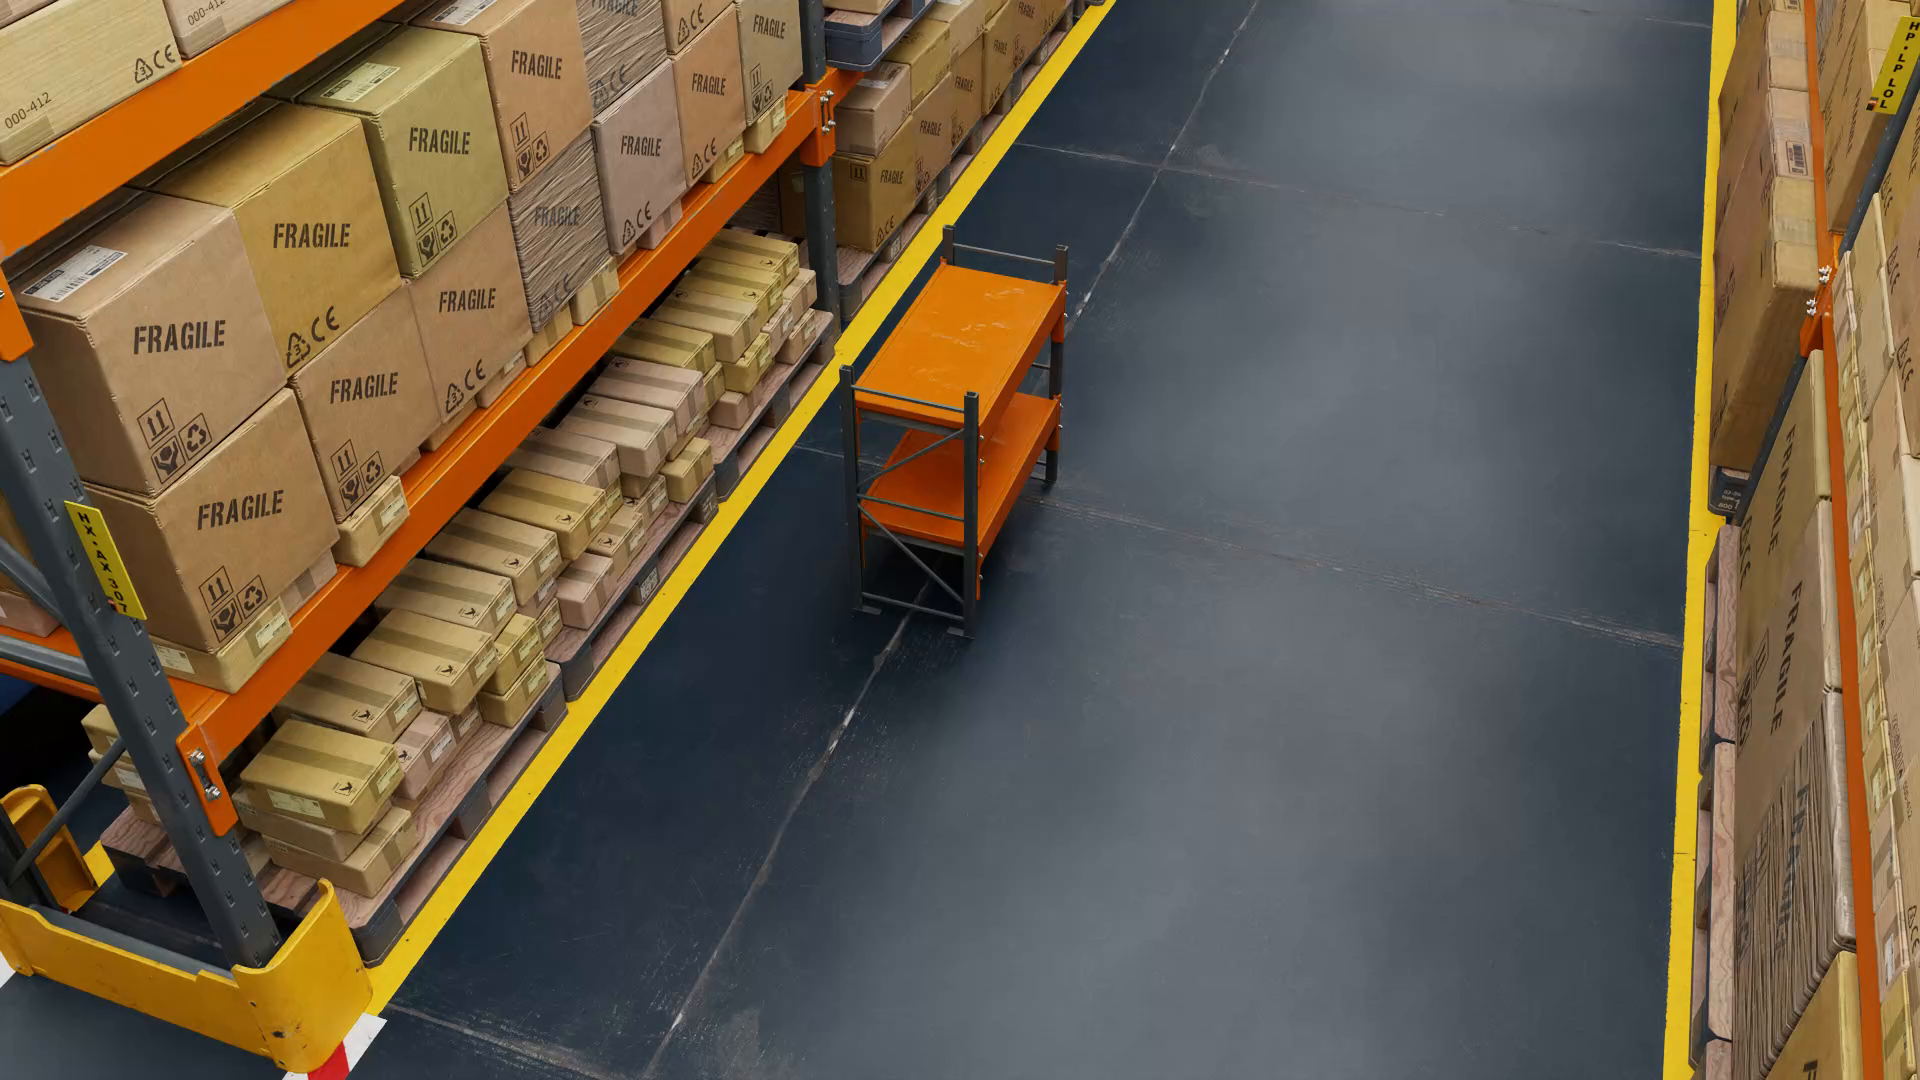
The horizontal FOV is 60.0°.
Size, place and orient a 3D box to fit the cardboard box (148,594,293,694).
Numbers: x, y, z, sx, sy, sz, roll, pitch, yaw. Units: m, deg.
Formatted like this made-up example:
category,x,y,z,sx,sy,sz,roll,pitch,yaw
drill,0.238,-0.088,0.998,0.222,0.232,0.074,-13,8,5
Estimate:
category,x,y,z,sx,sy,sz,roll,pitch,yaw
cardboard box,-2.001,0.228,4.365,0.380,0.149,0.250,13,42,15

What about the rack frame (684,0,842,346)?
category,x,y,z,sx,sy,sz,roll,pitch,yaw
rack frame,-1.052,-2.182,6.996,1.000,3.000,0.127,13,42,15

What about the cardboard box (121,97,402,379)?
category,x,y,z,sx,sy,sz,roll,pitch,yaw
cardboard box,-1.850,-0.798,4.298,0.500,0.500,0.500,14,43,16

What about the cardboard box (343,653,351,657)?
category,x,y,z,sx,sy,sz,roll,pitch,yaw
cardboard box,-2.272,0.494,5.733,0.380,0.149,0.250,13,42,15

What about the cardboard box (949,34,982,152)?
category,x,y,z,sx,sy,sz,roll,pitch,yaw
cardboard box,-0.204,-2.428,8.887,0.500,0.500,0.500,14,42,16

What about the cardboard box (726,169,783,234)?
category,x,y,z,sx,sy,sz,roll,pitch,yaw
cardboard box,-1.035,-1.898,8.266,0.500,0.500,0.500,13,42,14

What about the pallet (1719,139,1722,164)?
category,x,y,z,sx,sy,sz,roll,pitch,yaw
pallet,4.602,-1.934,8.855,1.003,0.211,1.213,13,42,15

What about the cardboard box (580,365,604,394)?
category,x,y,z,sx,sy,sz,roll,pitch,yaw
cardboard box,-1.623,-0.725,6.933,0.380,0.149,0.250,11,42,13

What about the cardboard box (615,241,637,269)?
category,x,y,z,sx,sy,sz,roll,pitch,yaw
cardboard box,-1.376,-1.062,5.877,0.380,0.149,0.250,13,42,14

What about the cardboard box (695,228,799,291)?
category,x,y,z,sx,sy,sz,roll,pitch,yaw
cardboard box,-0.929,-1.209,7.270,0.380,0.149,0.250,14,43,16

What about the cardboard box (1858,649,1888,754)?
category,x,y,z,sx,sy,sz,roll,pitch,yaw
cardboard box,2.455,0.444,4.112,0.380,0.149,0.250,13,42,15

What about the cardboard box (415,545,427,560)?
category,x,y,z,sx,sy,sz,roll,pitch,yaw
cardboard box,-2.166,0.048,6.026,0.380,0.149,0.250,14,42,16

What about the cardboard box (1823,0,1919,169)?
category,x,y,z,sx,sy,sz,roll,pitch,yaw
cardboard box,3.654,-1.704,6.359,0.500,0.500,0.500,15,43,16

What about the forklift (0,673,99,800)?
category,x,y,z,sx,sy,sz,roll,pitch,yaw
forklift,-3.428,-0.796,5.424,1.130,2.935,3.031,16,43,18

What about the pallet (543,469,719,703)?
category,x,y,z,sx,sy,sz,roll,pitch,yaw
pallet,-1.664,0.043,6.537,1.003,0.211,1.213,13,42,15

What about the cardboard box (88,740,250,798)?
category,x,y,z,sx,sy,sz,roll,pitch,yaw
cardboard box,-2.507,0.684,5.281,0.380,0.149,0.250,12,42,14

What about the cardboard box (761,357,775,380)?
category,x,y,z,sx,sy,sz,roll,pitch,yaw
cardboard box,-1.033,-0.803,7.253,0.380,0.149,0.250,14,43,16

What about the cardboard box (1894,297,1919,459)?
category,x,y,z,sx,sy,sz,roll,pitch,yaw
cardboard box,2.821,-0.509,4.344,0.500,0.500,0.500,12,42,14

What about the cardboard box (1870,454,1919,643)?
category,x,y,z,sx,sy,sz,roll,pitch,yaw
cardboard box,2.645,0.071,4.242,0.500,0.250,0.500,13,42,15

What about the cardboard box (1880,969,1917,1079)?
category,x,y,z,sx,sy,sz,roll,pitch,yaw
cardboard box,2.106,1.067,3.382,0.380,0.149,0.250,14,42,16

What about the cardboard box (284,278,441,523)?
category,x,y,z,sx,sy,sz,roll,pitch,yaw
cardboard box,-1.847,-0.438,4.646,0.500,0.500,0.500,13,42,15

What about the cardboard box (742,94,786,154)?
category,x,y,z,sx,sy,sz,roll,pitch,yaw
cardboard box,-0.915,-1.679,6.600,0.380,0.149,0.250,12,42,14

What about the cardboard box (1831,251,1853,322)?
category,x,y,z,sx,sy,sz,roll,pitch,yaw
cardboard box,3.161,-0.817,5.591,0.380,0.149,0.250,13,42,15

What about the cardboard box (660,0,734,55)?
category,x,y,z,sx,sy,sz,roll,pitch,yaw
cardboard box,-1.130,-2.050,5.766,0.500,0.500,0.500,12,42,14

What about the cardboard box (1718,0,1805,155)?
category,x,y,z,sx,sy,sz,roll,pitch,yaw
cardboard box,4.687,-2.394,8.559,1.225,0.875,0.875,11,42,13

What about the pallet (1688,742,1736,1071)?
category,x,y,z,sx,sy,sz,roll,pitch,yaw
pallet,2.826,1.234,5.141,1.003,0.211,1.213,13,42,15

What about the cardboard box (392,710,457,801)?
category,x,y,z,sx,sy,sz,roll,pitch,yaw
cardboard box,-1.853,0.652,5.318,0.380,0.149,0.250,13,42,15

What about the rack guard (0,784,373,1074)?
category,x,y,z,sx,sy,sz,roll,pitch,yaw
rack guard,-2.394,1.162,5.003,1.175,0.500,0.348,13,42,15

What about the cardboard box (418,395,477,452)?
category,x,y,z,sx,sy,sz,roll,pitch,yaw
cardboard box,-1.735,-0.437,5.144,0.380,0.149,0.250,13,42,15

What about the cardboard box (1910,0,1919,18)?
category,x,y,z,sx,sy,sz,roll,pitch,yaw
cardboard box,4.031,-2.247,6.222,0.797,0.503,0.637,14,42,16

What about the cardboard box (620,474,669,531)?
category,x,y,z,sx,sy,sz,roll,pitch,yaw
cardboard box,-1.372,-0.167,6.508,0.380,0.149,0.250,14,42,16

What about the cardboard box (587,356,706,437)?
category,x,y,z,sx,sy,sz,roll,pitch,yaw
cardboard box,-1.225,-0.564,6.515,0.380,0.149,0.250,11,42,13

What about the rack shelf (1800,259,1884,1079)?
category,x,y,z,sx,sy,sz,roll,pitch,yaw
rack shelf,2.891,0.474,4.438,1.077,0.370,4.000,13,42,15

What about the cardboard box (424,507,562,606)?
category,x,y,z,sx,sy,sz,roll,pitch,yaw
cardboard box,-1.623,0.055,5.789,0.380,0.149,0.250,15,43,17

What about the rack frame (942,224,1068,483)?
category,x,y,z,sx,sy,sz,roll,pitch,yaw
rack frame,0.172,-0.734,6.743,0.500,1.125,0.032,13,42,15

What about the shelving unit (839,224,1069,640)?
category,x,y,z,sx,sy,sz,roll,pitch,yaw
shelving unit,-0.002,-0.424,6.380,0.538,1.125,1.048,13,42,15

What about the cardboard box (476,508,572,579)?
category,x,y,z,sx,sy,sz,roll,pitch,yaw
cardboard box,-1.607,-0.007,6.090,0.380,0.149,0.250,15,43,17

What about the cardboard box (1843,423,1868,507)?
category,x,y,z,sx,sy,sz,roll,pitch,yaw
cardboard box,2.806,-0.180,4.843,0.380,0.149,0.250,13,42,14

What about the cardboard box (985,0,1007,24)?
category,x,y,z,sx,sy,sz,roll,pitch,yaw
cardboard box,-0.023,-3.024,9.007,0.500,0.250,0.500,14,42,16

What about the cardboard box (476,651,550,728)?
category,x,y,z,sx,sy,sz,roll,pitch,yaw
cardboard box,-1.658,0.472,5.759,0.380,0.149,0.250,14,42,16

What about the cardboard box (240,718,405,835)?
category,x,y,z,sx,sy,sz,roll,pitch,yaw
cardboard box,-1.921,0.712,5.019,0.380,0.149,0.250,11,42,13

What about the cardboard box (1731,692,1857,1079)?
category,x,y,z,sx,sy,sz,roll,pitch,yaw
cardboard box,2.662,1.106,4.457,0.875,0.875,0.875,13,42,15

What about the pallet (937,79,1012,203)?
category,x,y,z,sx,sy,sz,roll,pitch,yaw
pallet,-0.371,-2.343,9.334,1.003,0.211,1.213,13,42,15

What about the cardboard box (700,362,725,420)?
category,x,y,z,sx,sy,sz,roll,pitch,yaw
cardboard box,-1.195,-0.641,6.834,0.380,0.149,0.250,14,42,15

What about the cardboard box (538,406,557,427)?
category,x,y,z,sx,sy,sz,roll,pitch,yaw
cardboard box,-1.801,-0.514,6.456,0.380,0.149,0.250,12,42,13

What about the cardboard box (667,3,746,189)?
category,x,y,z,sx,sy,sz,roll,pitch,yaw
cardboard box,-1.130,-1.659,6.077,0.500,0.500,0.500,12,42,14
